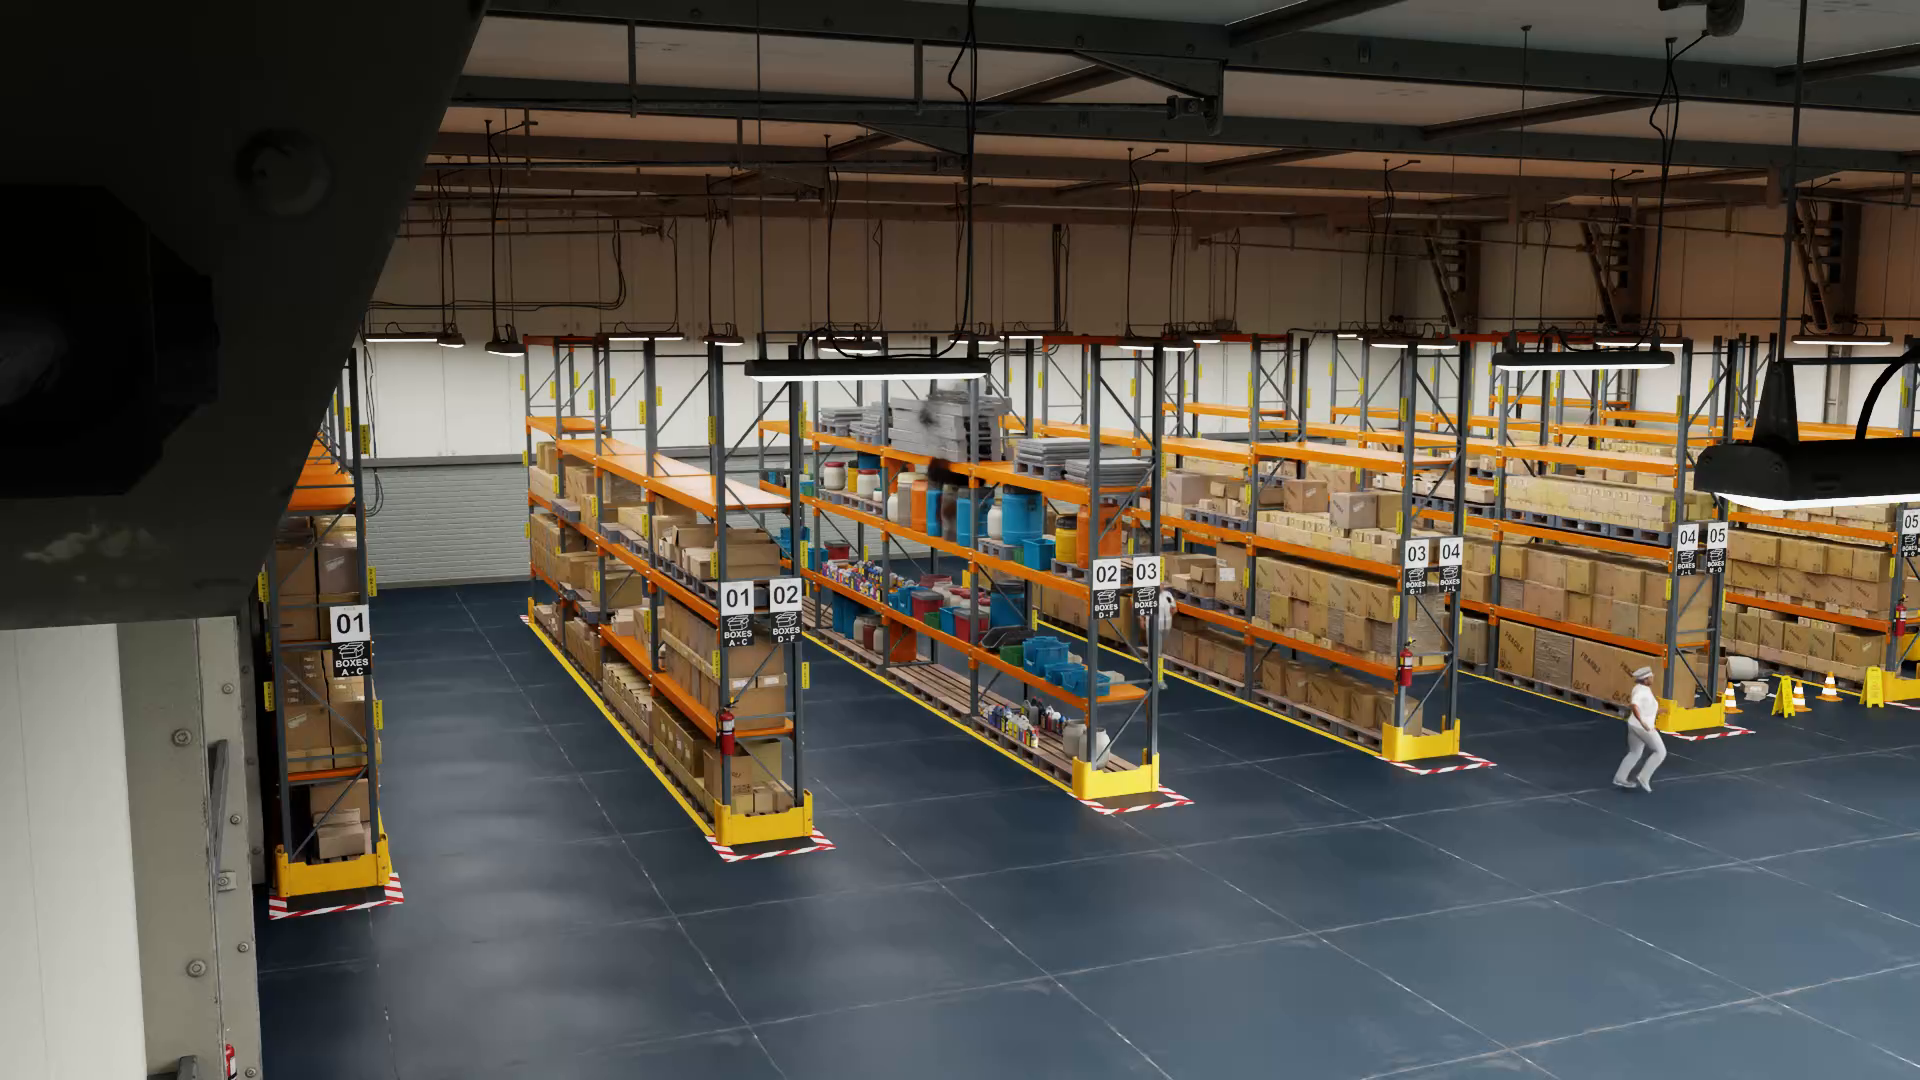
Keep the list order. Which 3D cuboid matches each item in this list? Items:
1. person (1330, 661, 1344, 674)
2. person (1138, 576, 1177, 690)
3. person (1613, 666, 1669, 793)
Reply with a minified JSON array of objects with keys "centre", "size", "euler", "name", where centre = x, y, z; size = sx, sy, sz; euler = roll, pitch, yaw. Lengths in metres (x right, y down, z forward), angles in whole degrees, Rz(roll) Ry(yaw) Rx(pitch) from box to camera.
[{"centre":[6.884,1.554,29.566],"size":[0.734,1.719,0.666],"euler":[-4,9,-28],"name":"person"},{"centre":[3.302,1.493,27.589],"size":[0.637,1.853,0.765],"euler":[-4,9,-27],"name":"person"},{"centre":[9.179,2.545,22.337],"size":[0.705,1.721,0.550],"euler":[0,8,3],"name":"person"}]
